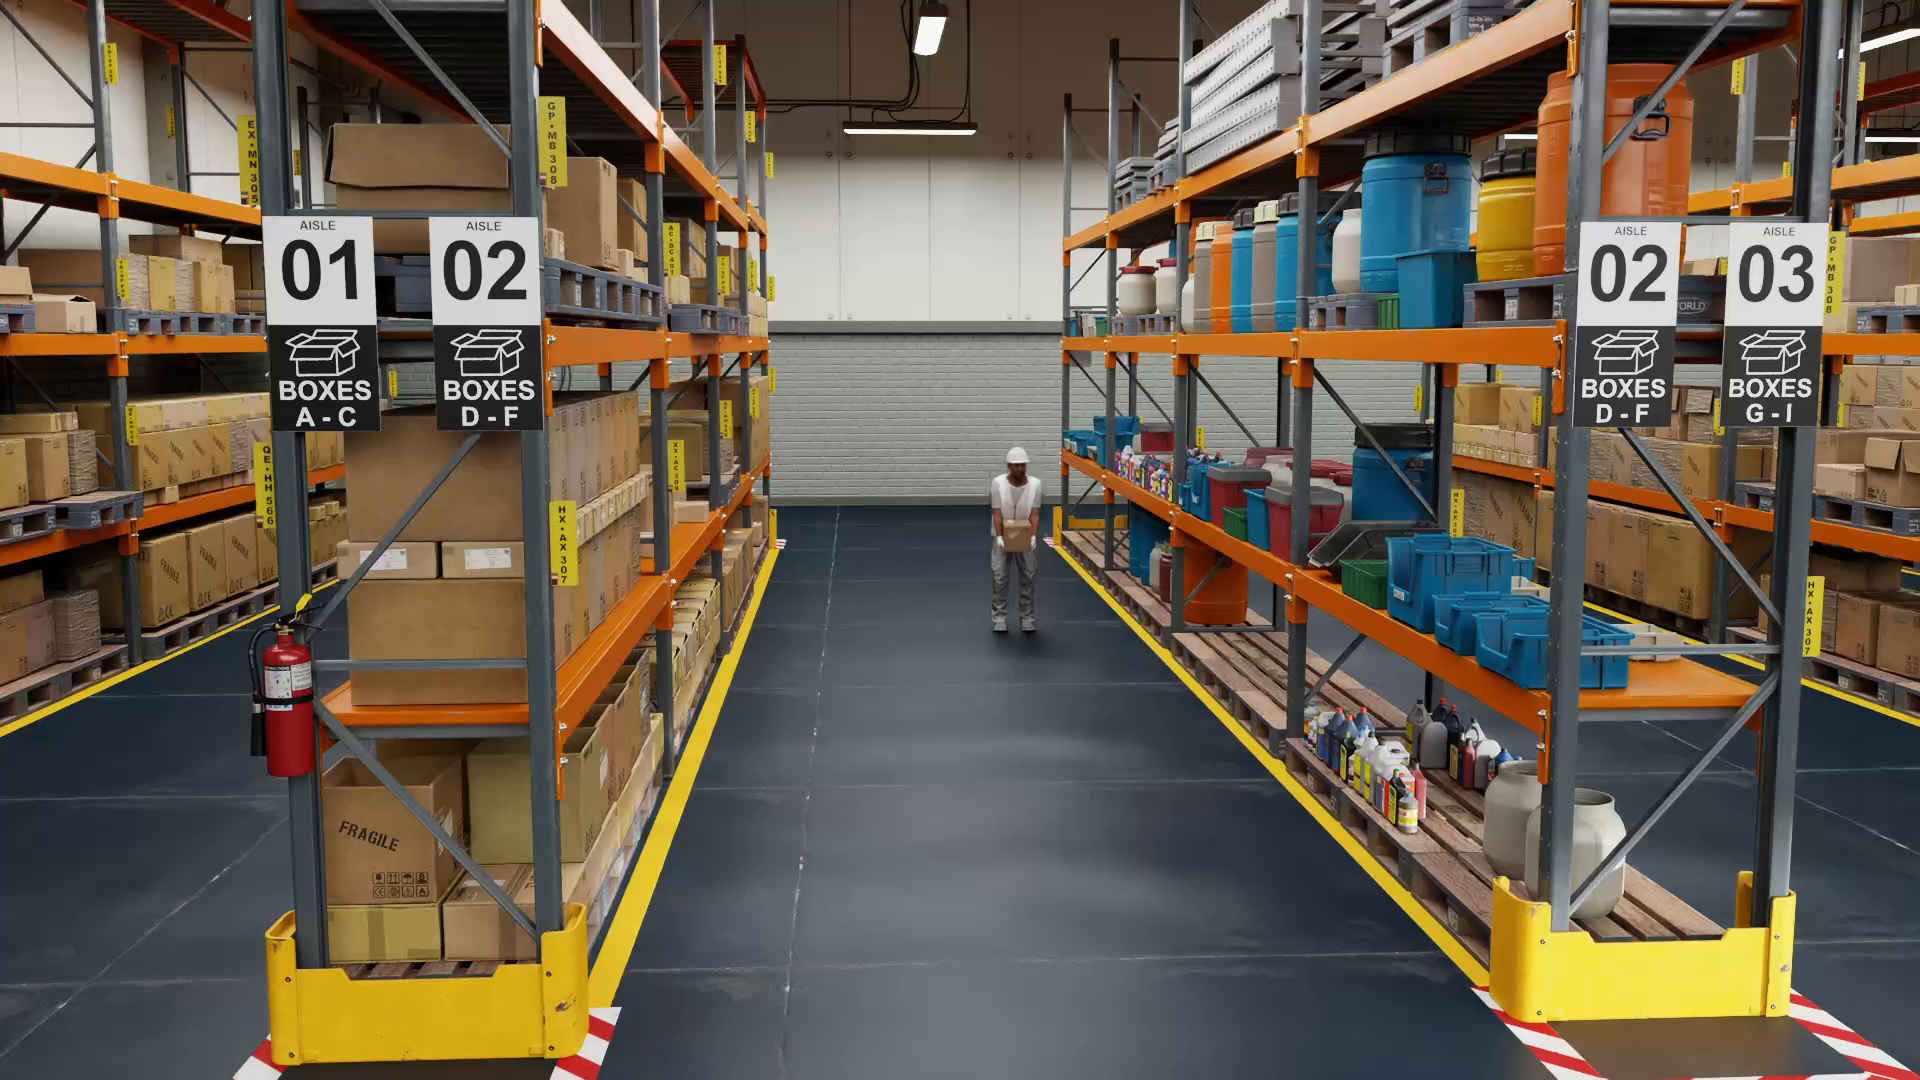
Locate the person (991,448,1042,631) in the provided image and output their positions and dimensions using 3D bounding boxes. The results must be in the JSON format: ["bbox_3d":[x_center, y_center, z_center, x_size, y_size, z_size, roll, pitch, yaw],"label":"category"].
[{"bbox_3d":[0.535,-0.002,15.770,0.490,1.758,0.603,0,7,-3],"label":"person"}]
